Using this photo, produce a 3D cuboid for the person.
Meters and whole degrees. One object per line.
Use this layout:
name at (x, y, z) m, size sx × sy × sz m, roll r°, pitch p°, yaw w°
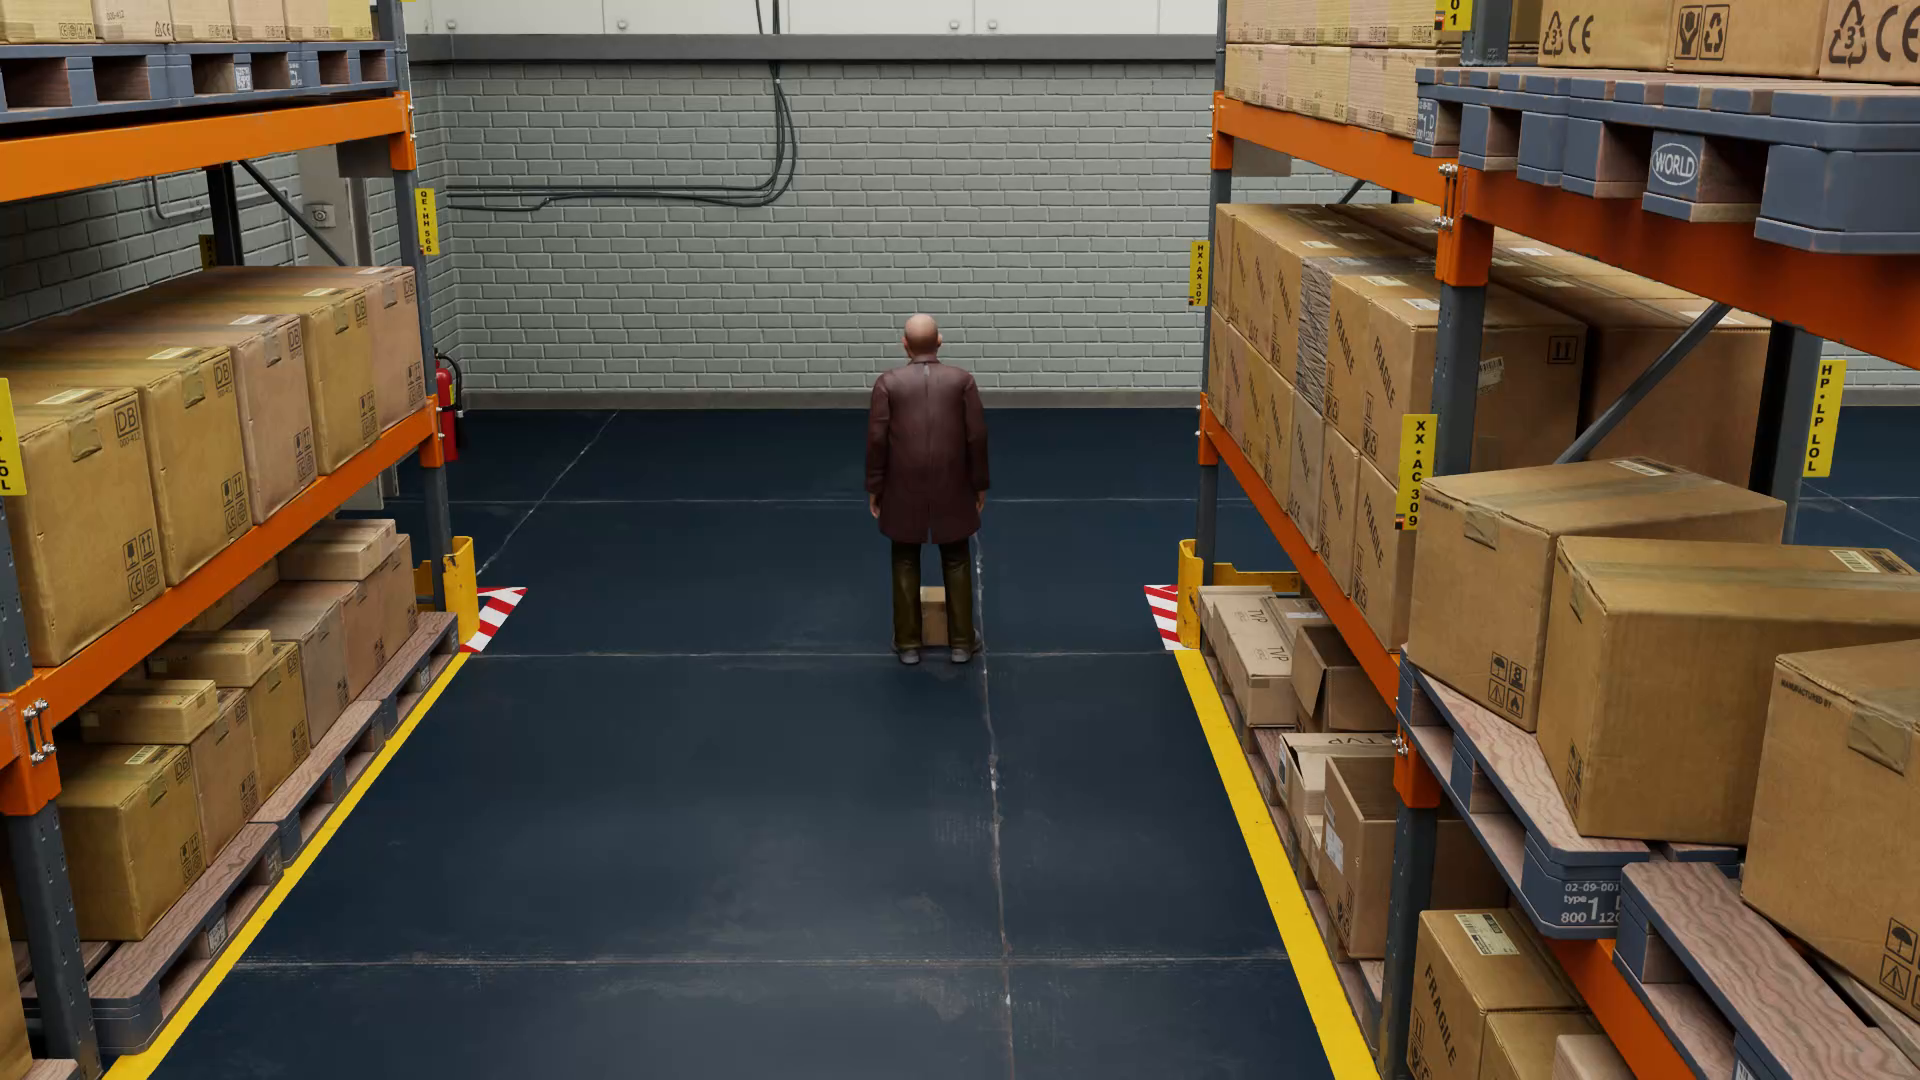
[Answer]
person at (-0.166, -0.251, 8.401) m, size 0.640 × 1.772 × 0.428 m, roll -1°, pitch 17°, yaw -3°
